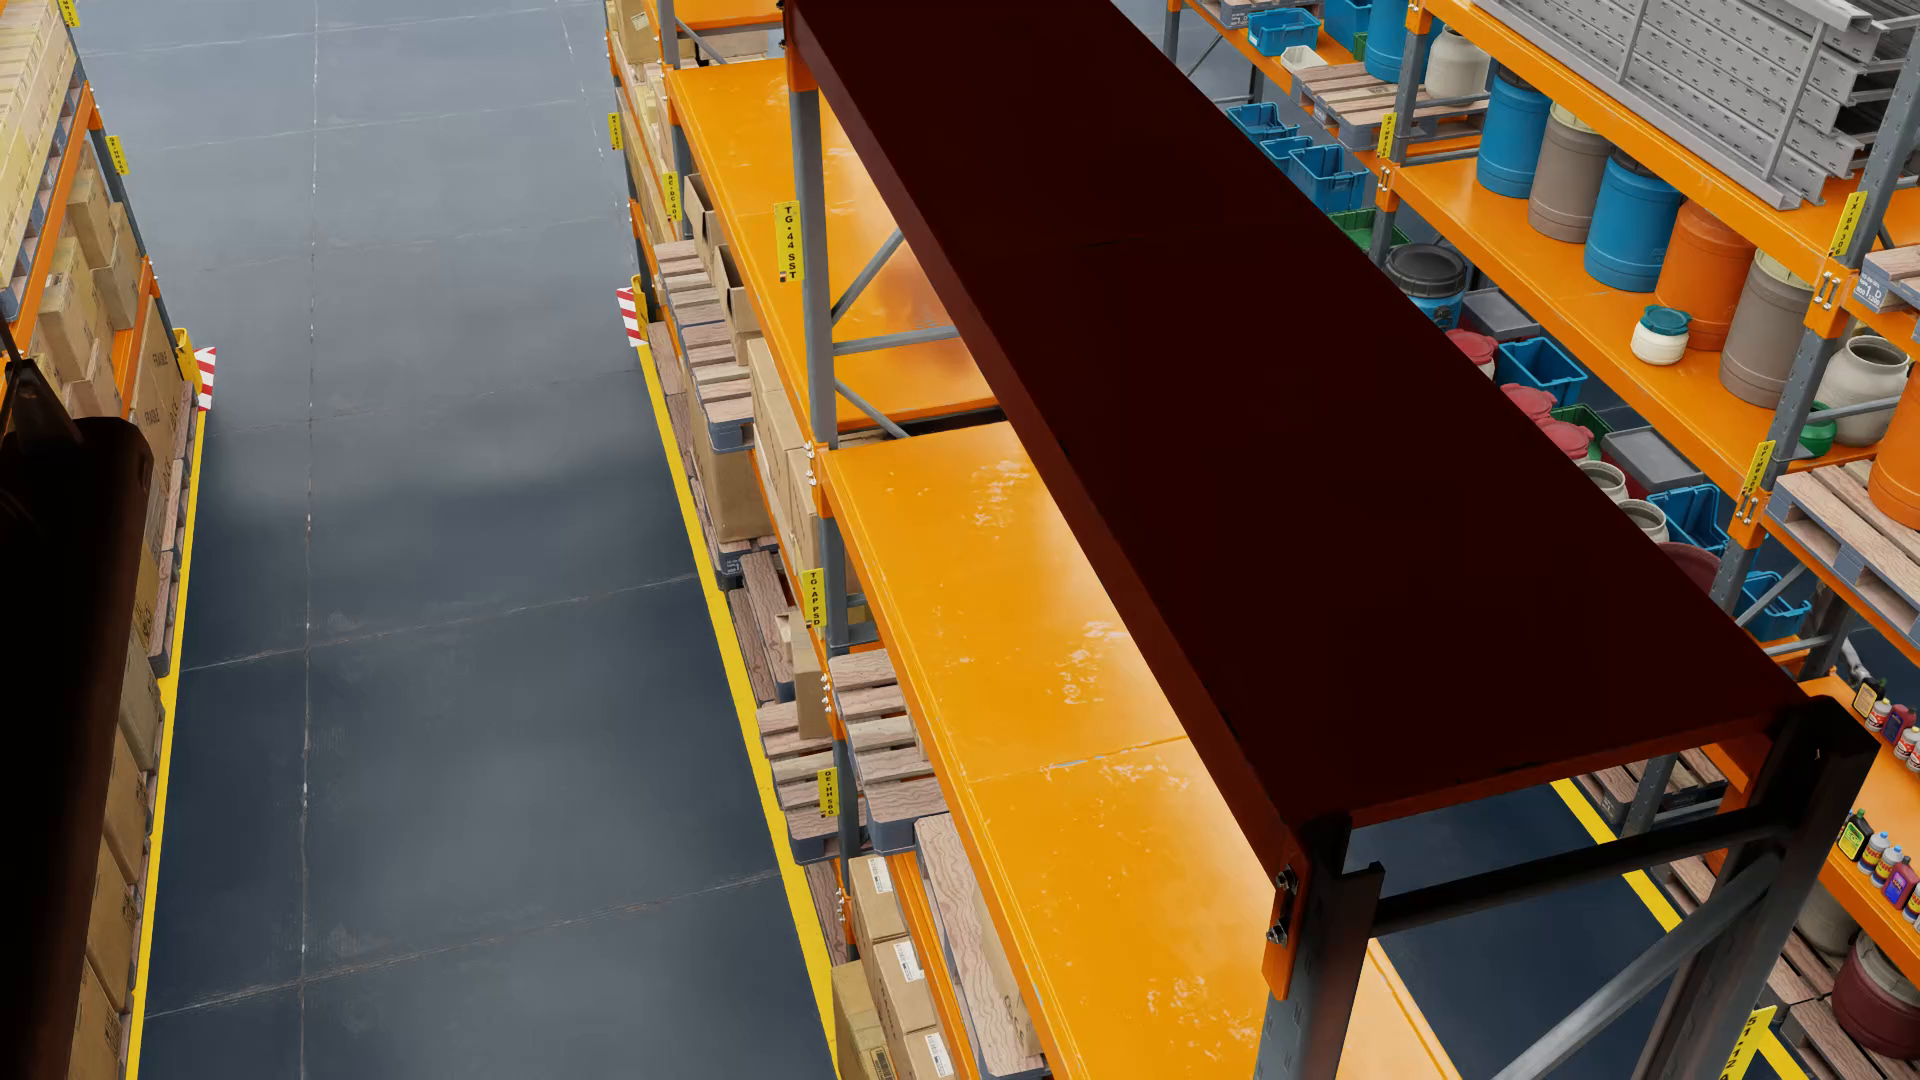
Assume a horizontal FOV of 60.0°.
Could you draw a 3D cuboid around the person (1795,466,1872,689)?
[{"bbox_3d":[5.959,0.333,11.125,0.605,1.636,0.836,-9,39,-11],"label":"person"}]
